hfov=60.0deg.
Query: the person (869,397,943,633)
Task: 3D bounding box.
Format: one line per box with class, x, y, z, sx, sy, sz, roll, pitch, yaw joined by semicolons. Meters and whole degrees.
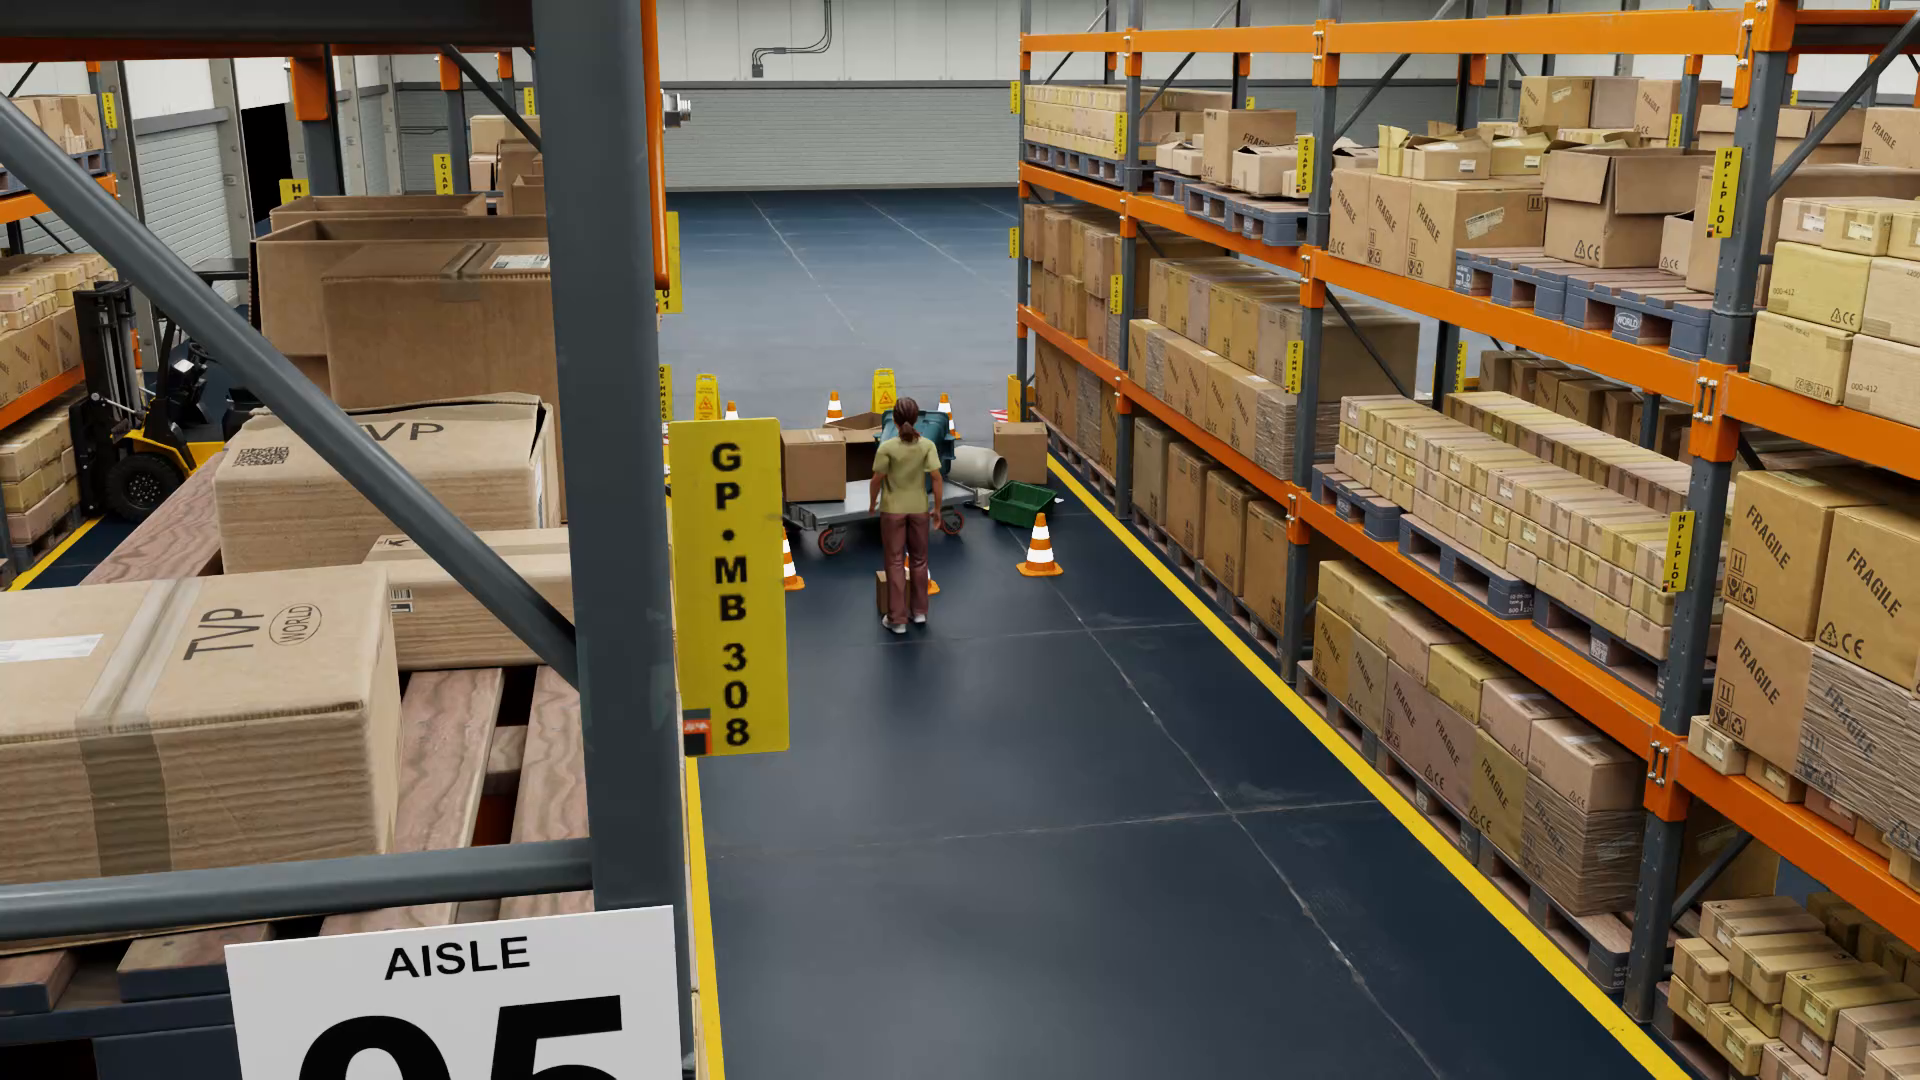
person;-0.401;-0.185;11.674;0.497;1.691;0.539;-5;17;-16
